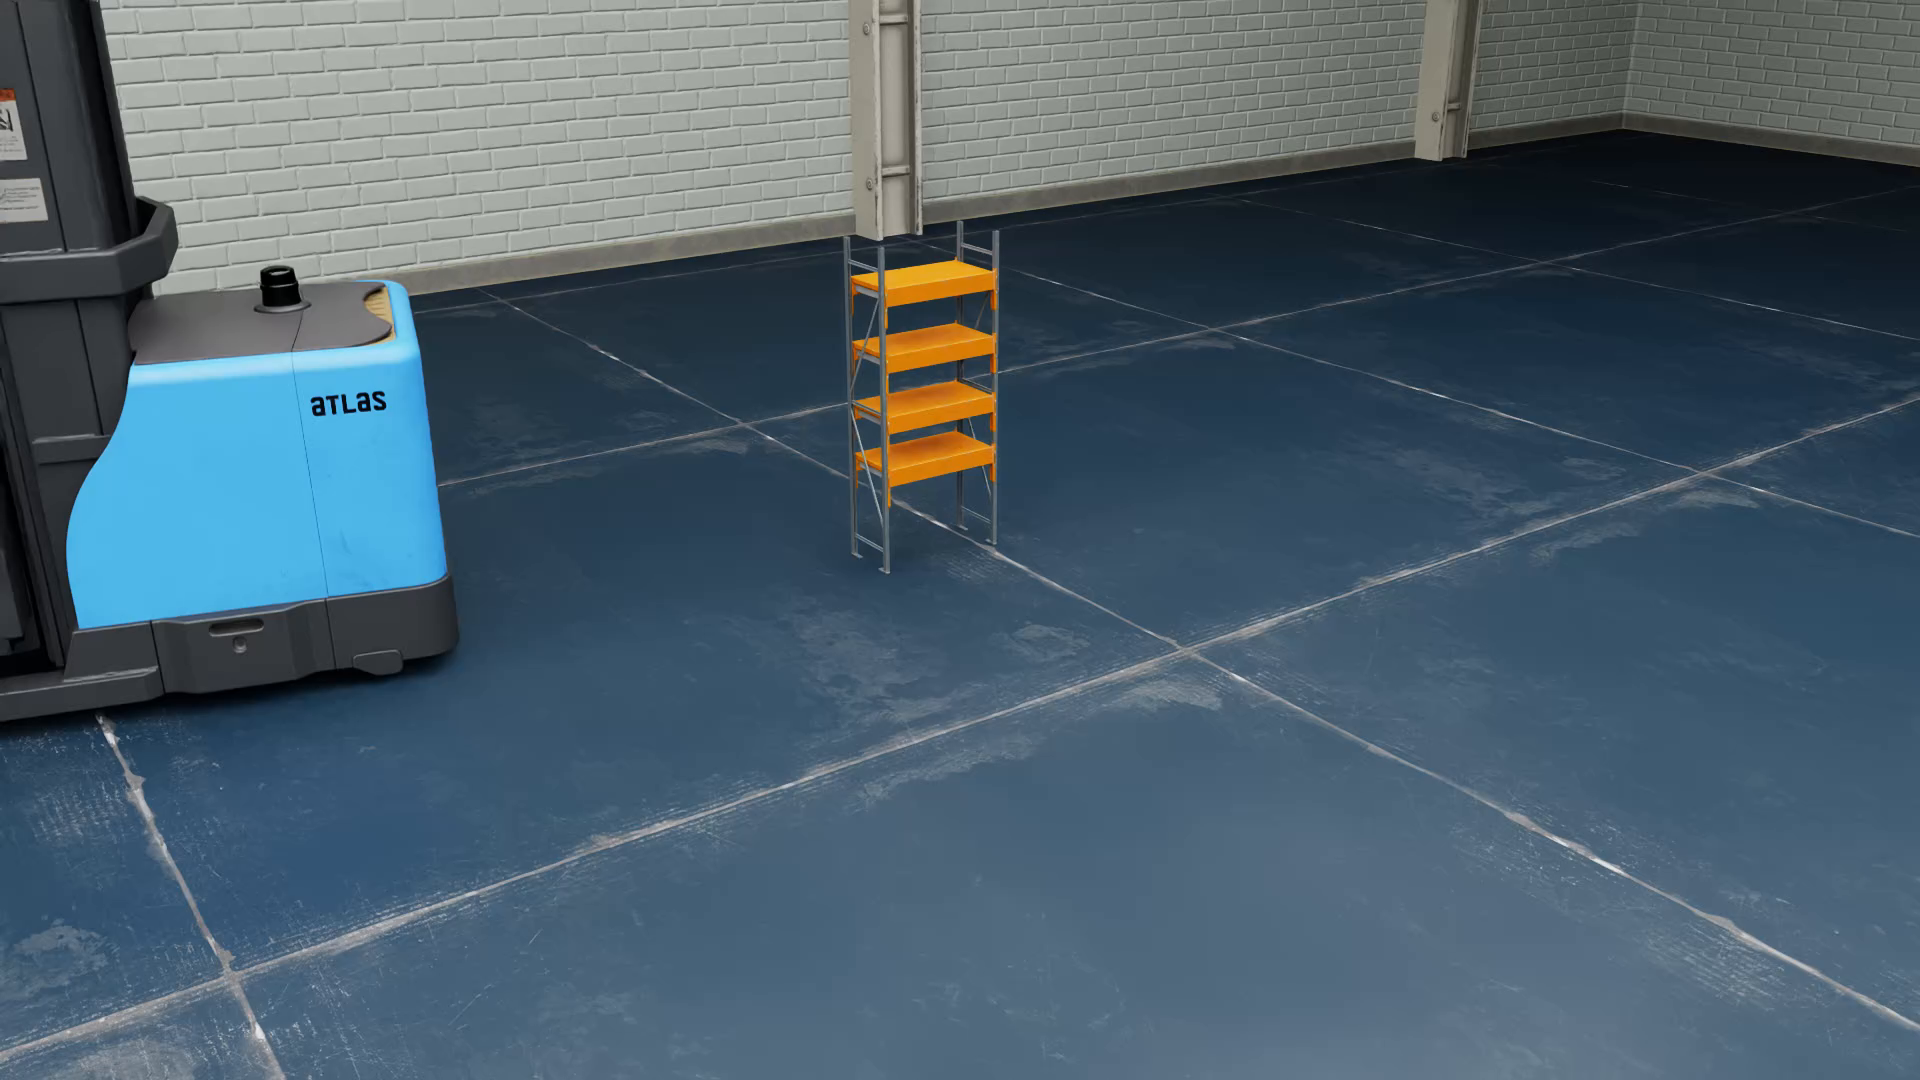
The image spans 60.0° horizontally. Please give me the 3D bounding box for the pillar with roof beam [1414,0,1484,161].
[{"bbox_3d":[6.873,-6.369,10.217,0.400,9.000,9.100,-15,26,-33],"label":"pillar with roof beam"}]

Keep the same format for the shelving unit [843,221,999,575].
[{"bbox_3d":[-0.134,-0.521,6.084,0.503,1.200,0.258,-15,26,-33],"label":"shelving unit"}]

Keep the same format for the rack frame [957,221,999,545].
[{"bbox_3d":[0.064,-0.574,6.217,0.015,1.200,0.240,-15,26,-33],"label":"rack frame"}]

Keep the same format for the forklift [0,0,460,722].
[{"bbox_3d":[-3.192,-0.931,4.774,3.031,2.935,1.130,-8,23,-18],"label":"forklift"}]

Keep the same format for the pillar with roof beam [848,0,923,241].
[{"bbox_3d":[2.003,-5.071,6.962,0.400,9.000,9.100,-15,26,-33],"label":"pillar with roof beam"}]

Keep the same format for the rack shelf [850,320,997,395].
[{"bbox_3d":[-0.134,-0.667,6.026,0.480,0.148,0.258,-15,26,-33],"label":"rack shelf"}]

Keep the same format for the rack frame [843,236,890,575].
[{"bbox_3d":[-0.332,-0.469,5.952,0.015,1.200,0.240,-15,26,-33],"label":"rack frame"}]

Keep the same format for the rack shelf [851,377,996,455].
[{"bbox_3d":[-0.134,-0.459,6.109,0.480,0.148,0.258,-15,26,-33],"label":"rack shelf"}]

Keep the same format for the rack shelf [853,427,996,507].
[{"bbox_3d":[-0.134,-0.275,6.183,0.480,0.148,0.258,-15,26,-33],"label":"rack shelf"}]

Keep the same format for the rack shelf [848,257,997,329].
[{"bbox_3d":[-0.134,-0.886,5.939,0.480,0.148,0.258,-15,26,-33],"label":"rack shelf"}]
